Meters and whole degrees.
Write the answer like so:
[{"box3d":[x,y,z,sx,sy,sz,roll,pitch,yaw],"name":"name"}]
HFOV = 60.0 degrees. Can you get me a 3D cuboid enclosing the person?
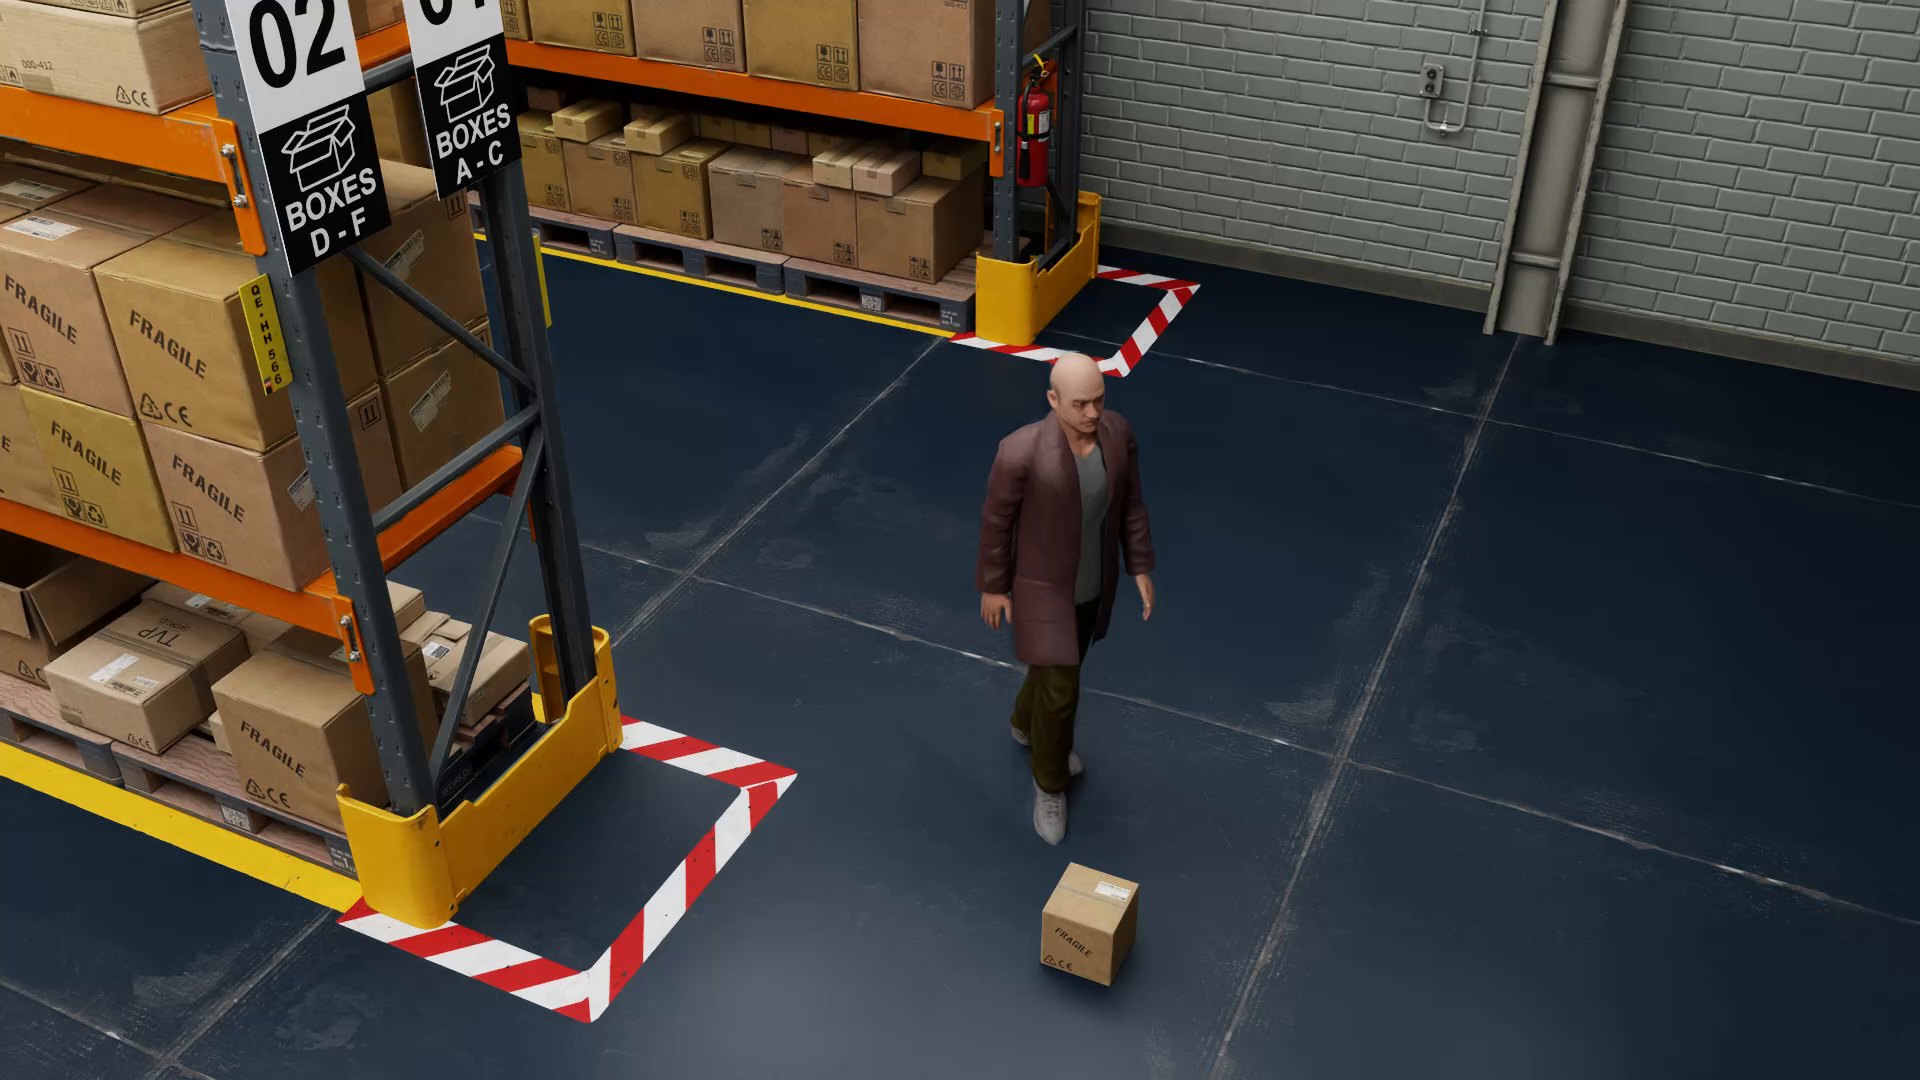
[{"box3d":[0.375,0.217,5.925,0.616,1.723,0.575,-21,39,-29],"name":"person"}]
